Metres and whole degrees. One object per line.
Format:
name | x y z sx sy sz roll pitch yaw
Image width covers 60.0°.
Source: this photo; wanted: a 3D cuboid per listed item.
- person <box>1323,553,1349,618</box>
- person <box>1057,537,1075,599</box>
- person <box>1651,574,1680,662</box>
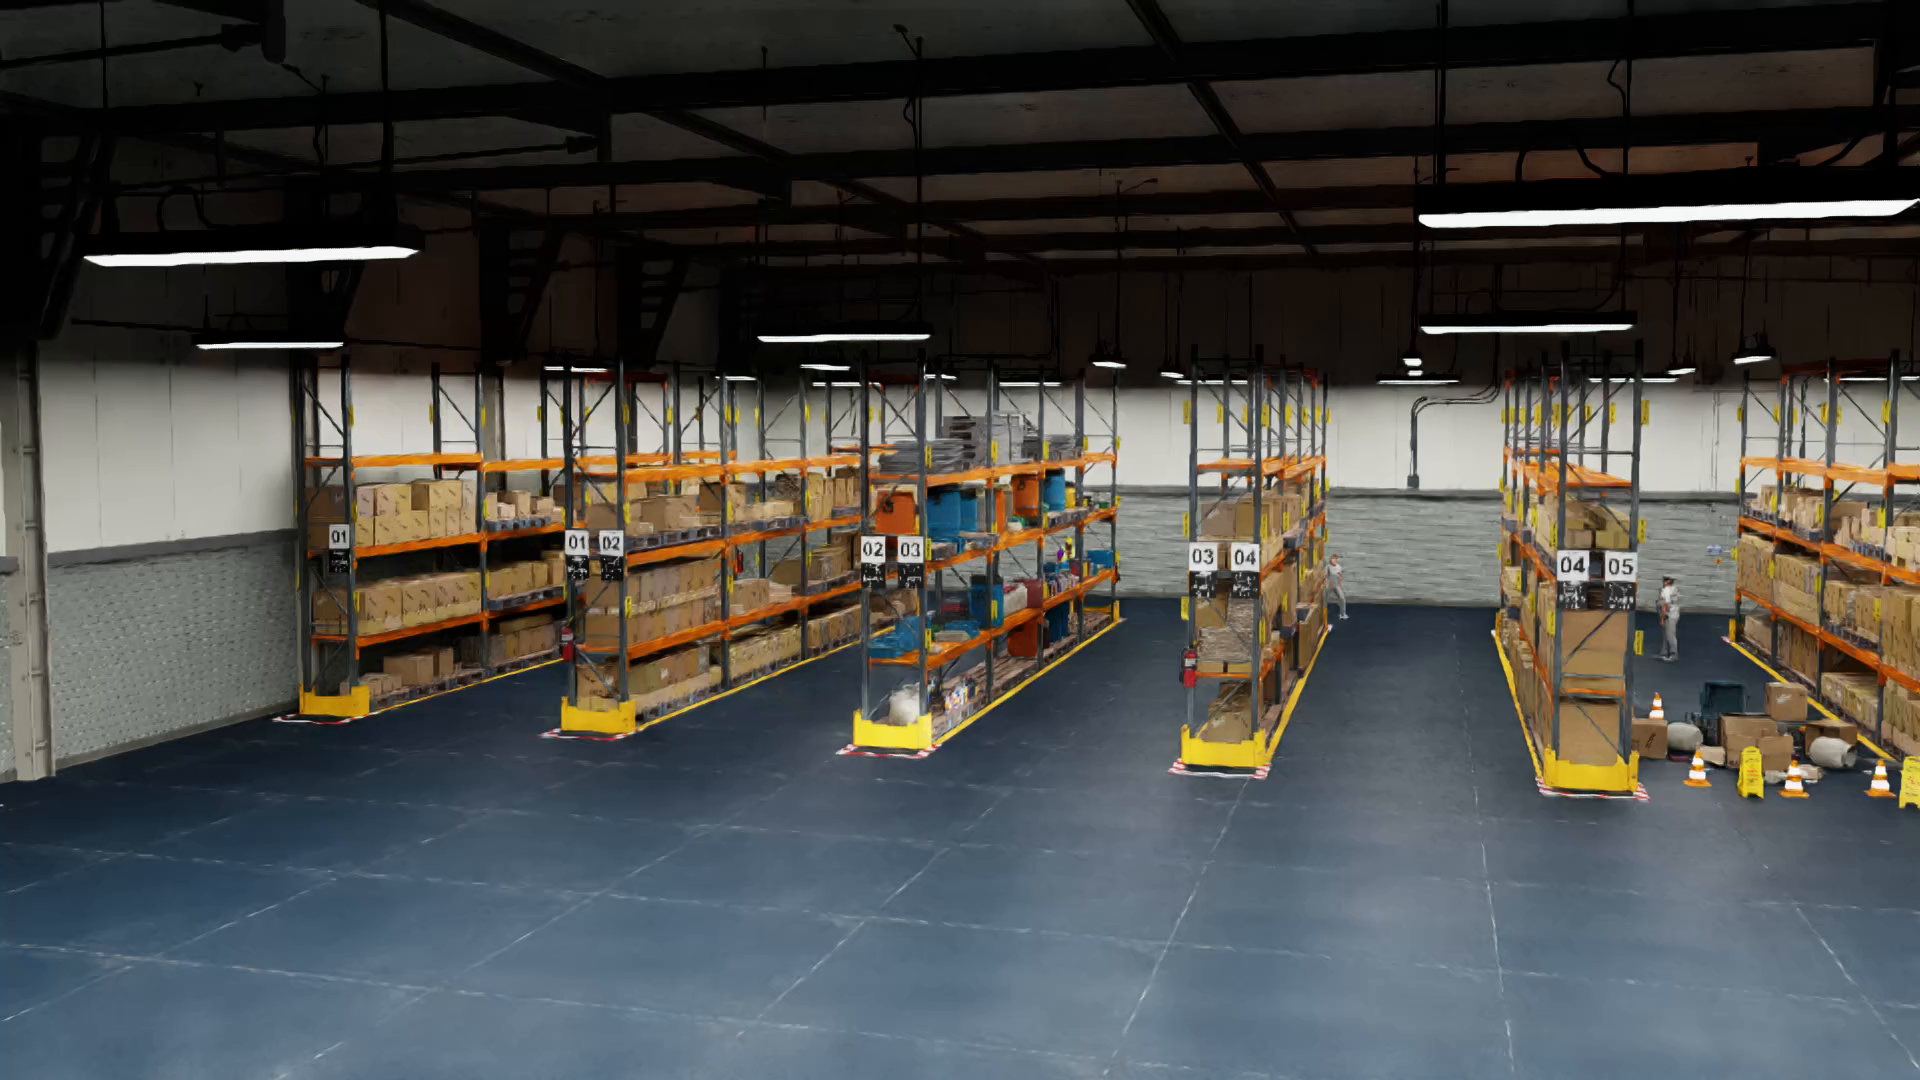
person | 9.187 1.137 40.923 0.608 1.583 0.790 0 4 -5
person | 2.934 0.775 45.069 0.621 1.725 0.959 -1 4 -7
person | 14.396 1.574 33.888 0.597 1.746 0.667 3 5 37
